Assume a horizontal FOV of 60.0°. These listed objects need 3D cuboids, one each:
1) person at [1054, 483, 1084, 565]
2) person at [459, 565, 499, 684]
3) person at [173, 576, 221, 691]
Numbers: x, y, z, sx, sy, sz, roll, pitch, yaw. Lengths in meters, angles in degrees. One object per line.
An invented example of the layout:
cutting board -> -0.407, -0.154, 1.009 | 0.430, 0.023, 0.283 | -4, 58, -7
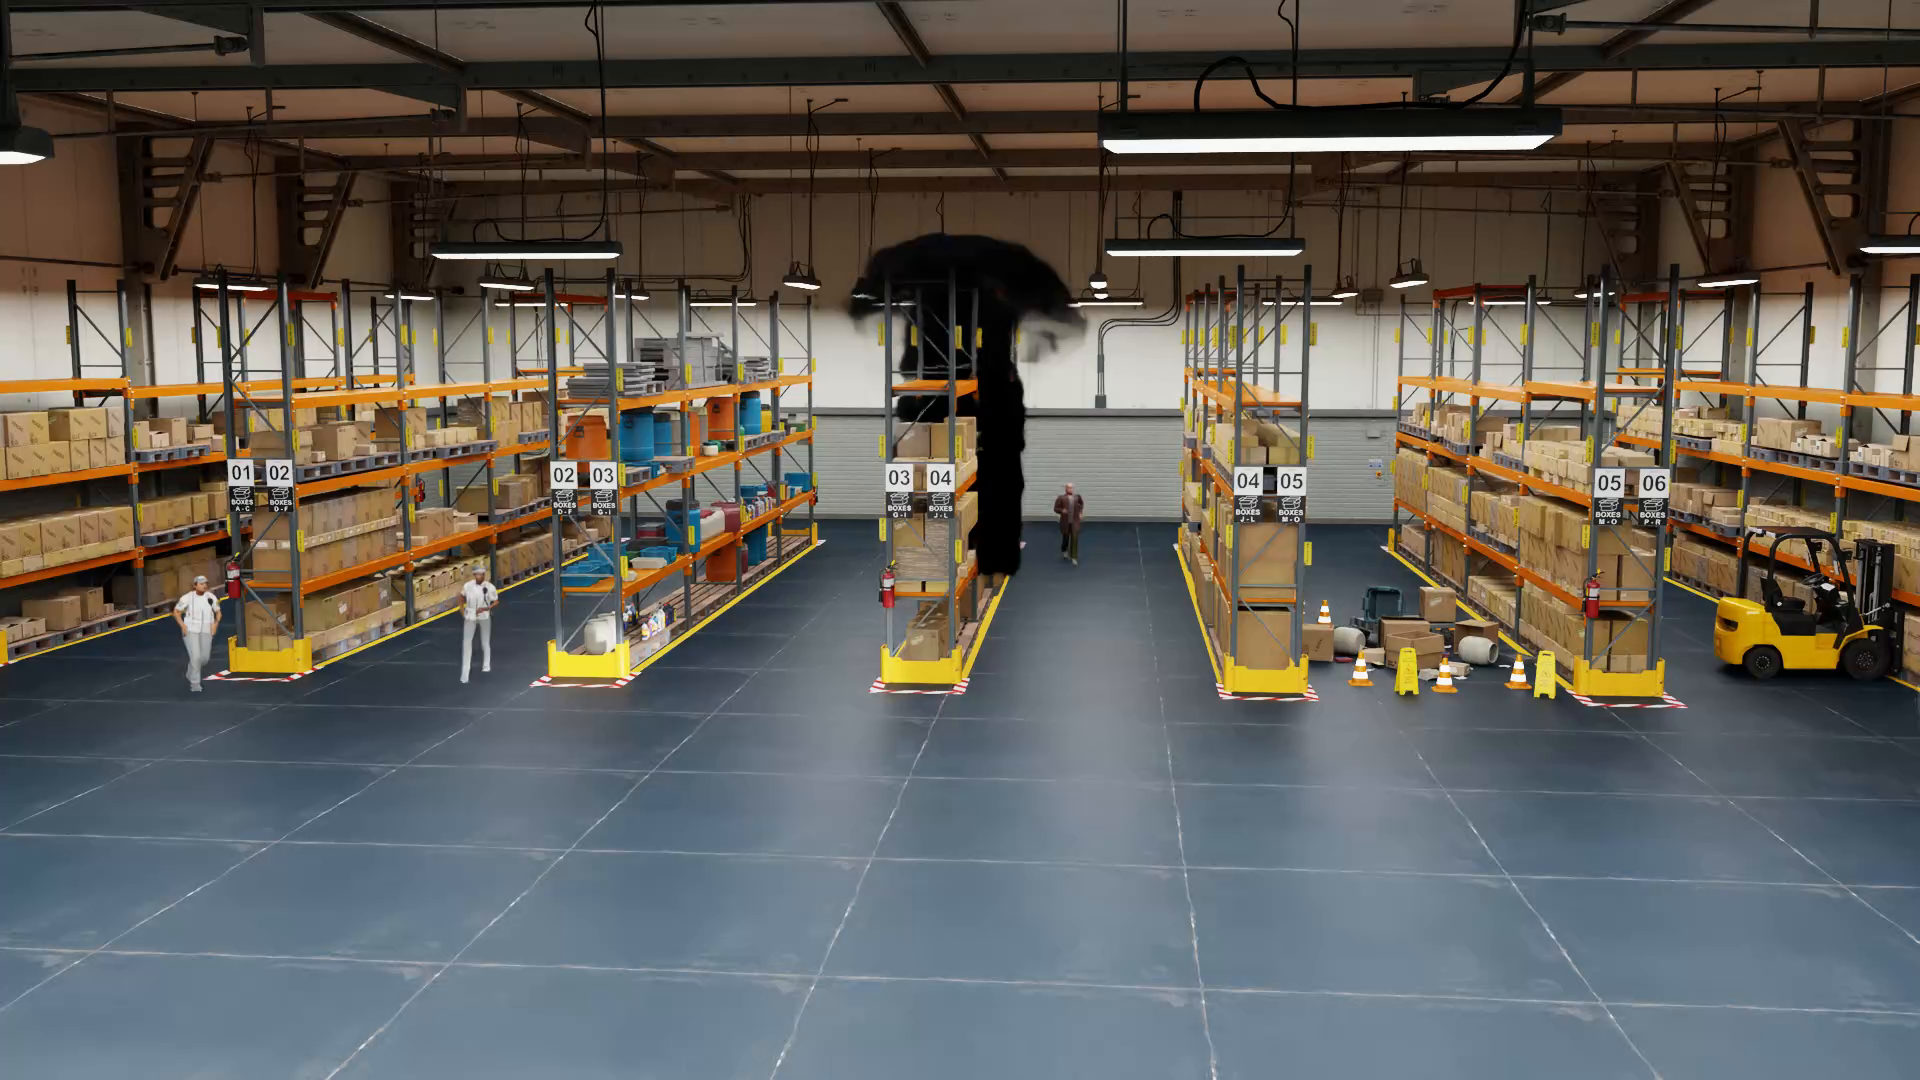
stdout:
person -> 2.439, -0.380, 36.930 | 0.693, 1.782, 1.050 | -1, 7, -6
person -> -7.094, 1.205, 24.510 | 0.564, 1.718, 0.864 | -1, 7, -11
person -> -10.947, 1.317, 23.898 | 0.635, 1.633, 0.621 | -6, 9, -41
